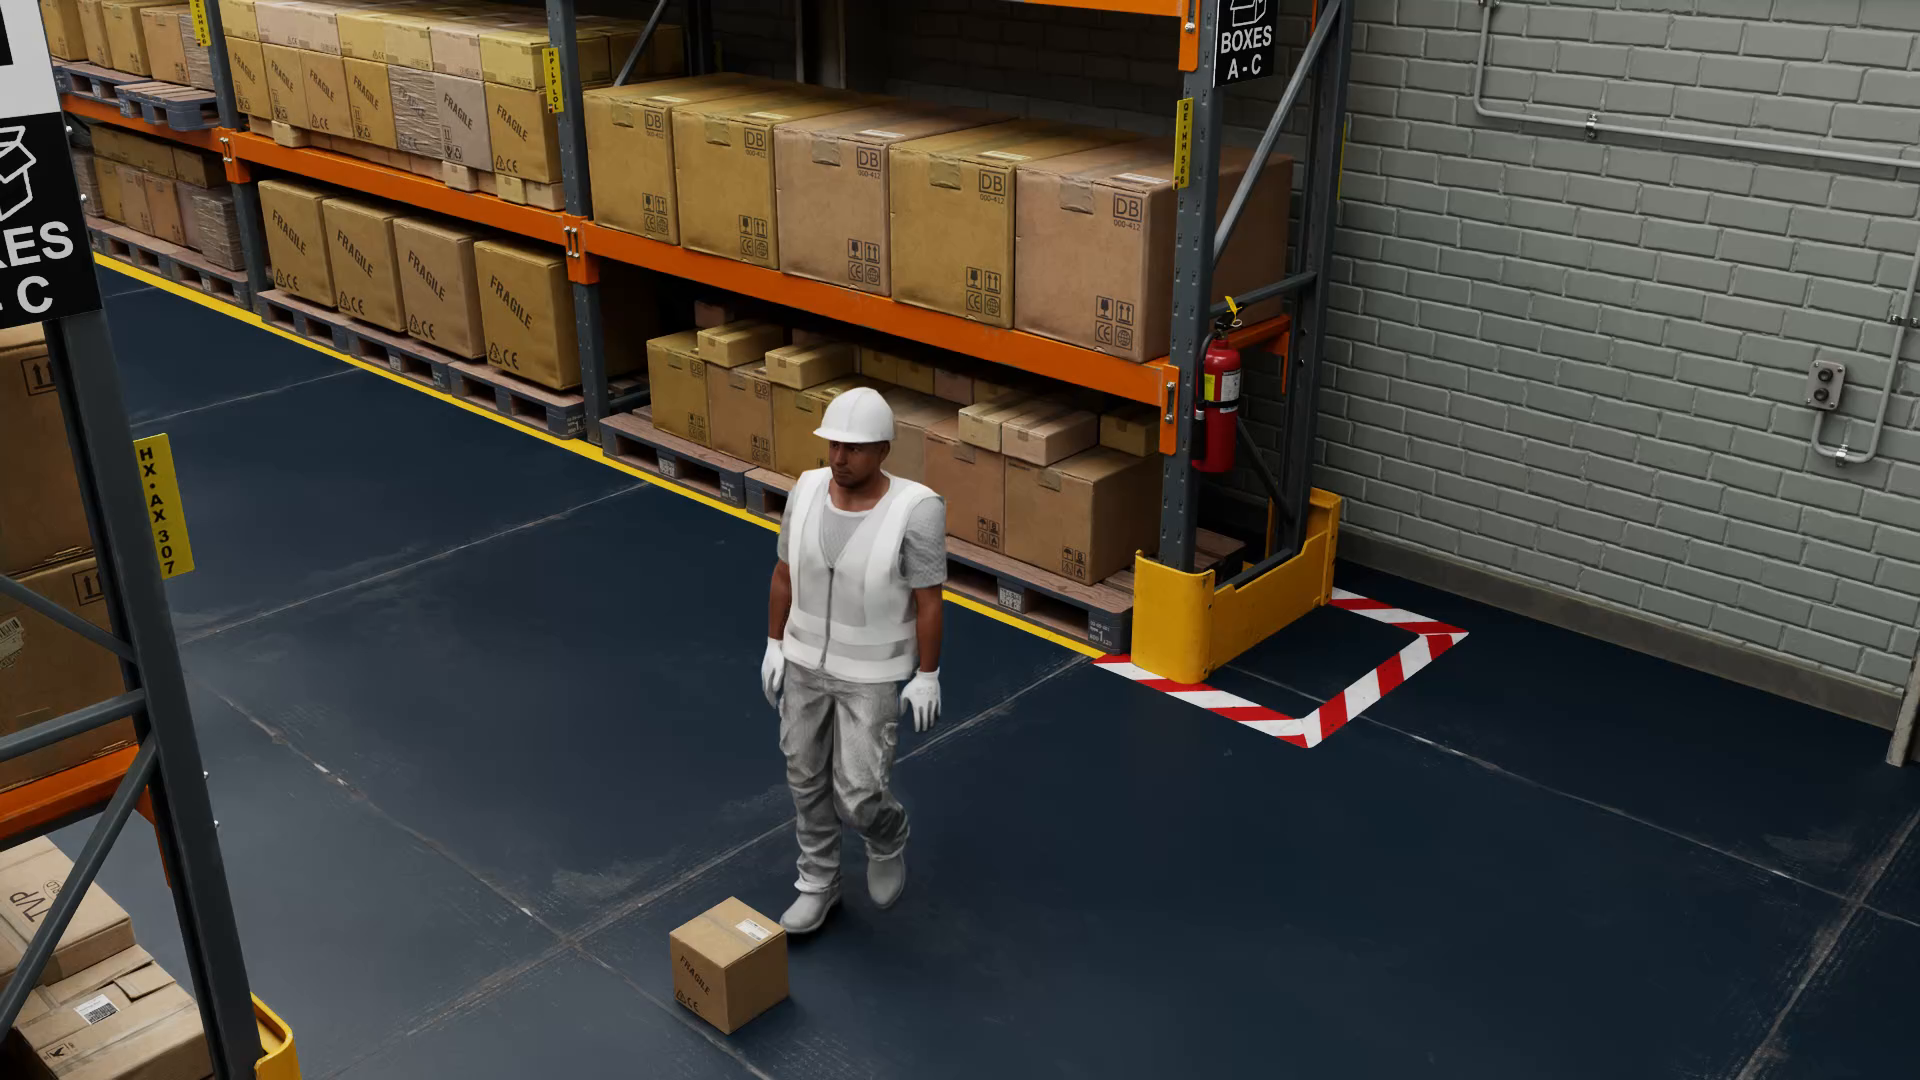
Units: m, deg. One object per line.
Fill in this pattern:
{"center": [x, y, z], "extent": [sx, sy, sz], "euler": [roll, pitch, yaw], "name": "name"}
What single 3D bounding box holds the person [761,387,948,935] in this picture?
{"center": [-0.359, 0.403, 5.109], "extent": [0.591, 1.775, 0.485], "euler": [11, 26, 23], "name": "person"}
